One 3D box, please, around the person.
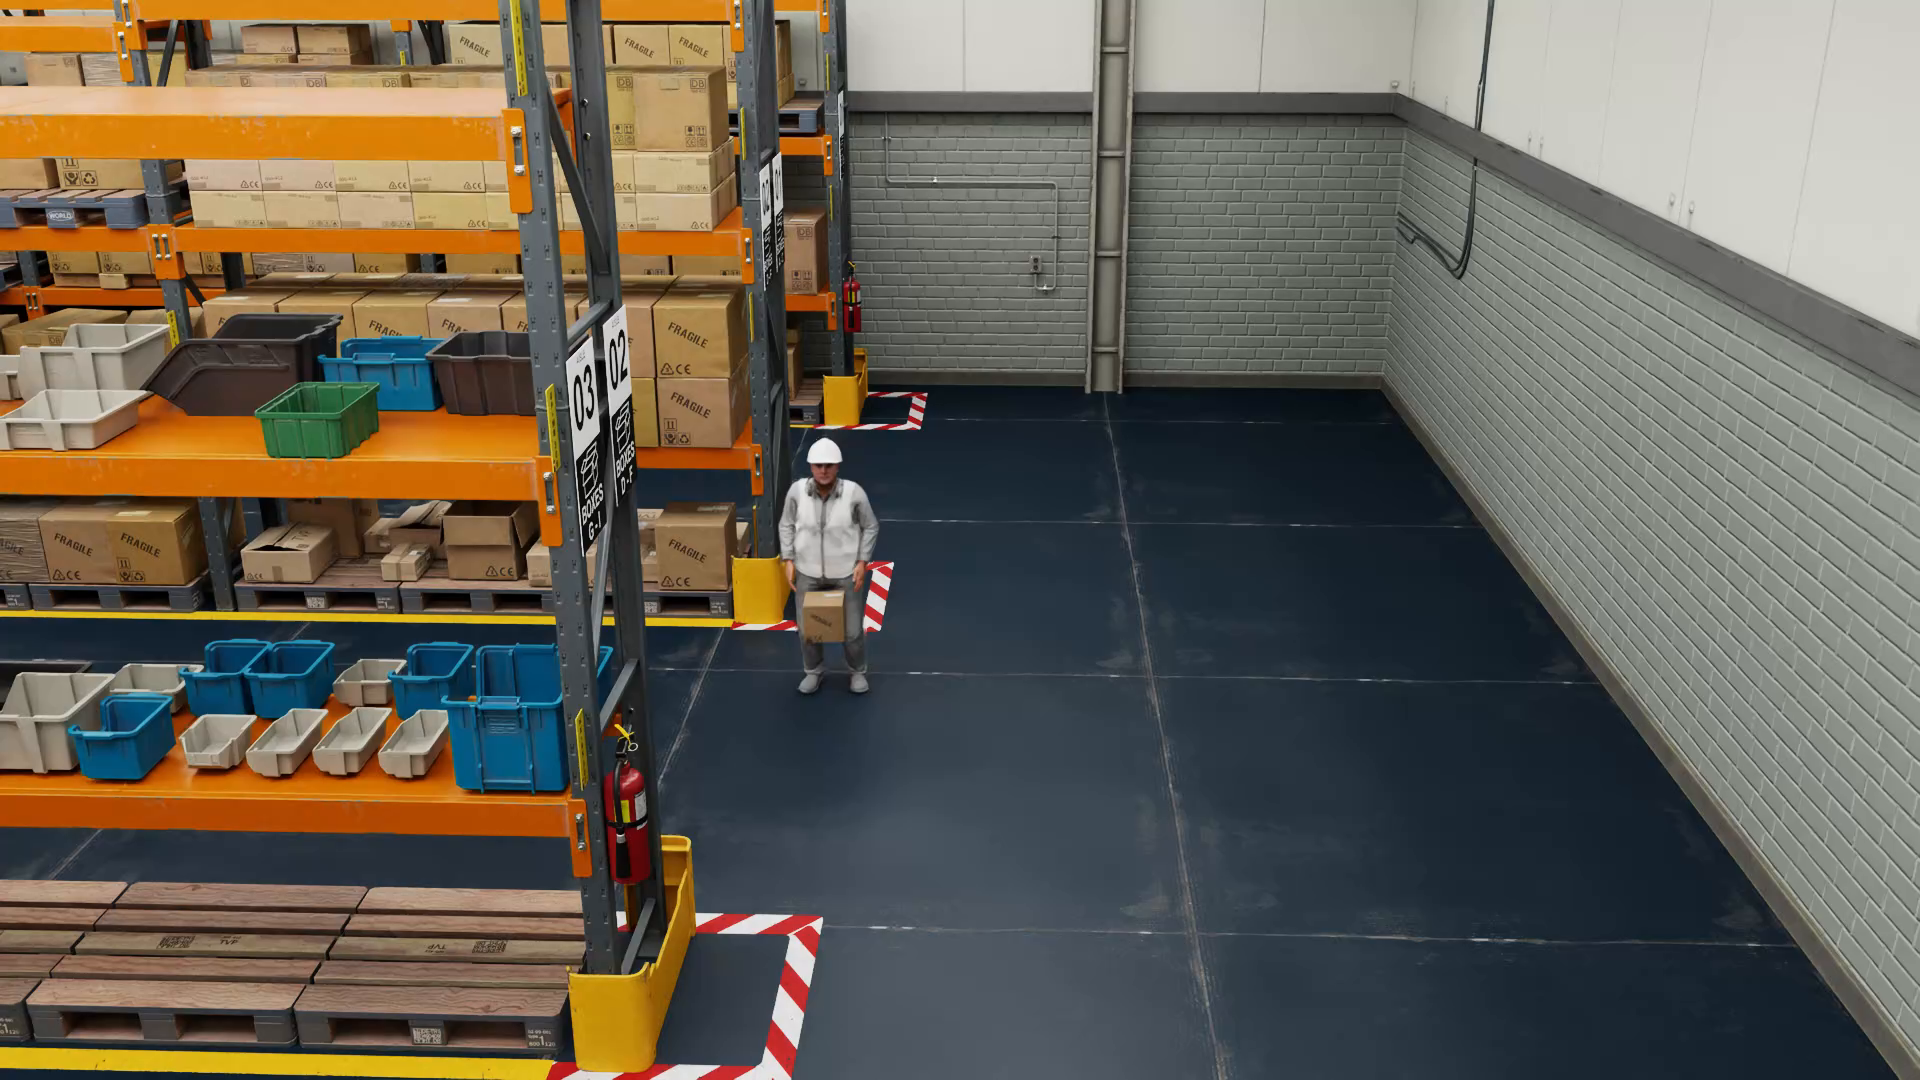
[{"bbox_3d":[-0.835,0.177,10.616,0.643,1.742,0.465,1,21,4],"label":"person"}]
